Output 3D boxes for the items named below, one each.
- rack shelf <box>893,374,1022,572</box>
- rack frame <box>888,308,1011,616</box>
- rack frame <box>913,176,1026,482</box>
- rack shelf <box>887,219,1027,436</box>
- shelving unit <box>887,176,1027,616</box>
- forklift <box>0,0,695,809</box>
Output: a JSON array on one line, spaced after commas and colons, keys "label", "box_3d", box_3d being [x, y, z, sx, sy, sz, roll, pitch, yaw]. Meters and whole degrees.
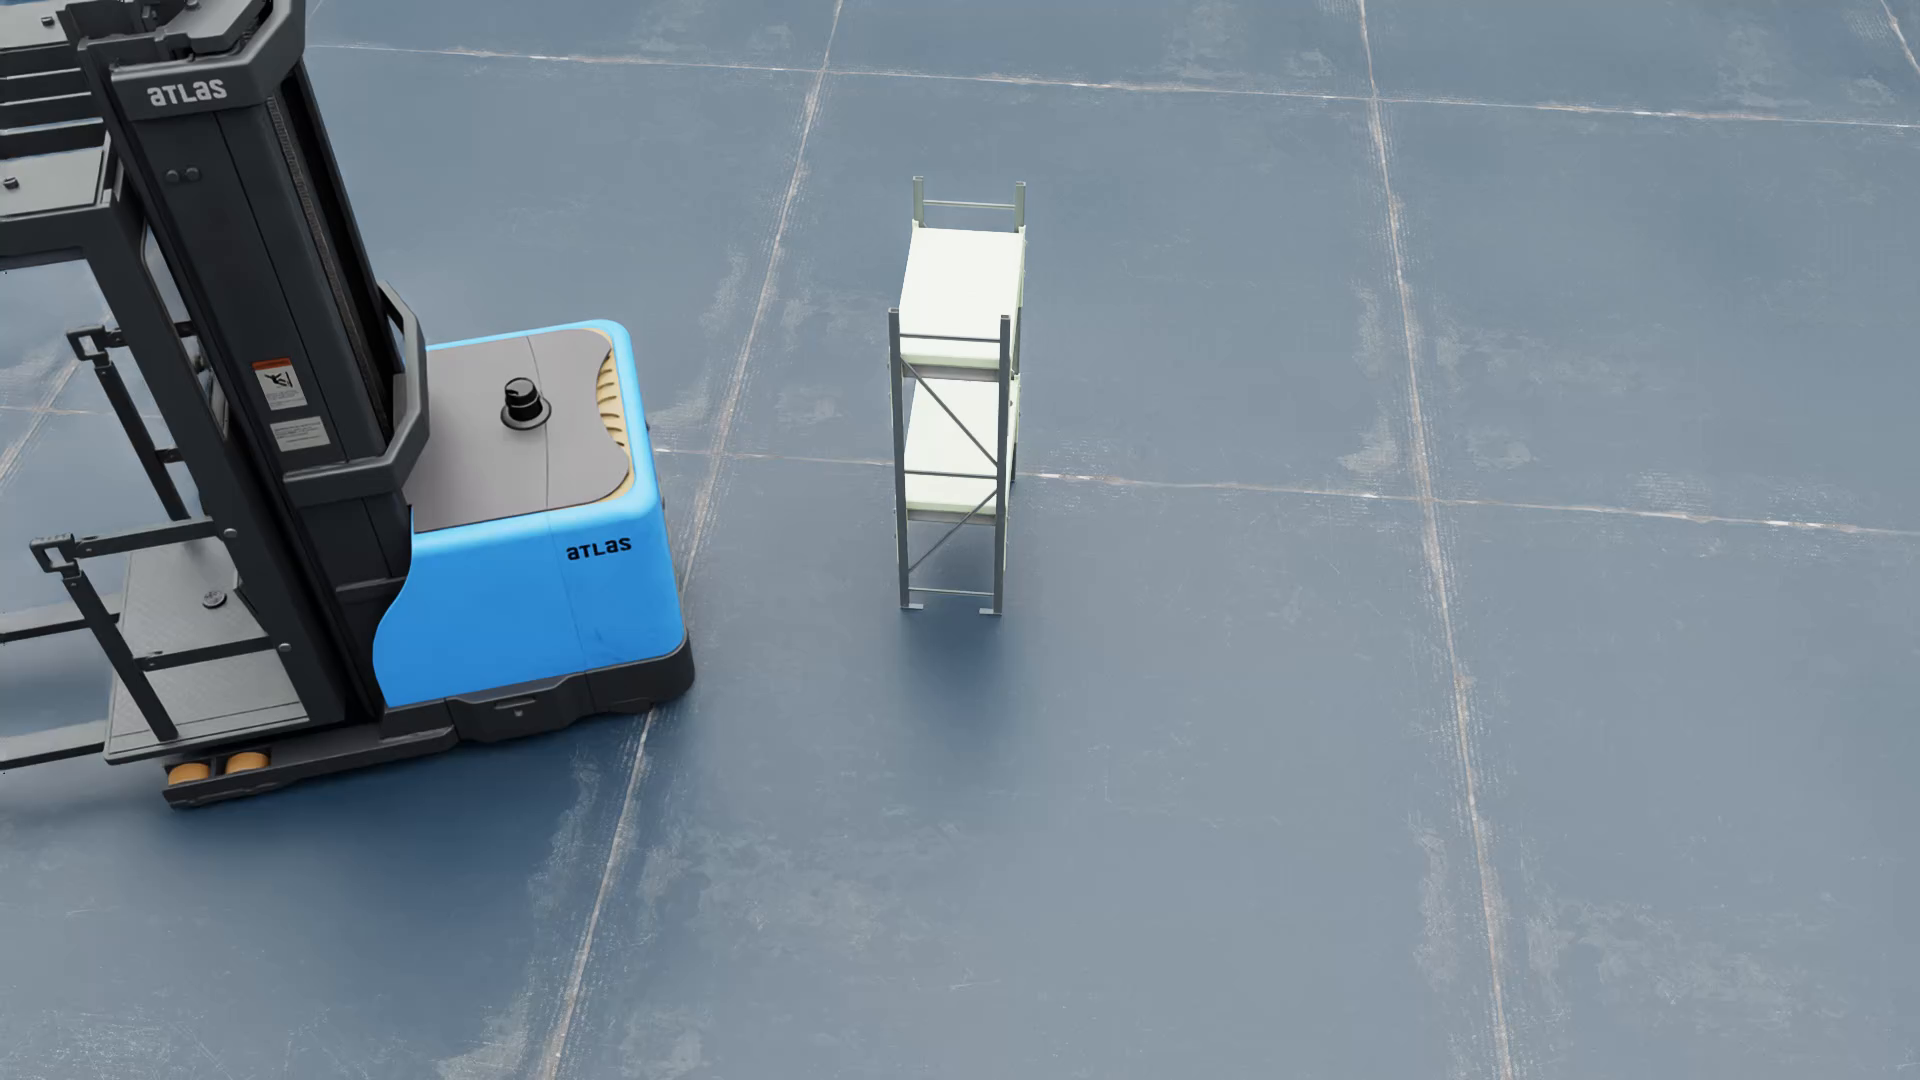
[{"label": "rack shelf", "box_3d": [-0.001, -0.281, 6.459, 0.431, 0.370, 0.720, 4, 48, 4]}, {"label": "rack frame", "box_3d": [-0.034, -0.232, 5.972, 0.400, 1.500, 0.023, 4, 48, 4]}, {"label": "rack frame", "box_3d": [0.033, -0.770, 6.464, 0.400, 1.500, 0.023, 4, 48, 4]}, {"label": "rack shelf", "box_3d": [-0.001, -0.765, 5.930, 0.431, 0.370, 0.720, 4, 48, 4]}, {"label": "shelving unit", "box_3d": [-0.001, -0.501, 6.218, 0.431, 1.500, 0.755, 4, 48, 4]}, {"label": "forklift", "box_3d": [-2.563, -0.477, 5.226, 3.031, 2.935, 1.130, -10, 48, -9]}]
